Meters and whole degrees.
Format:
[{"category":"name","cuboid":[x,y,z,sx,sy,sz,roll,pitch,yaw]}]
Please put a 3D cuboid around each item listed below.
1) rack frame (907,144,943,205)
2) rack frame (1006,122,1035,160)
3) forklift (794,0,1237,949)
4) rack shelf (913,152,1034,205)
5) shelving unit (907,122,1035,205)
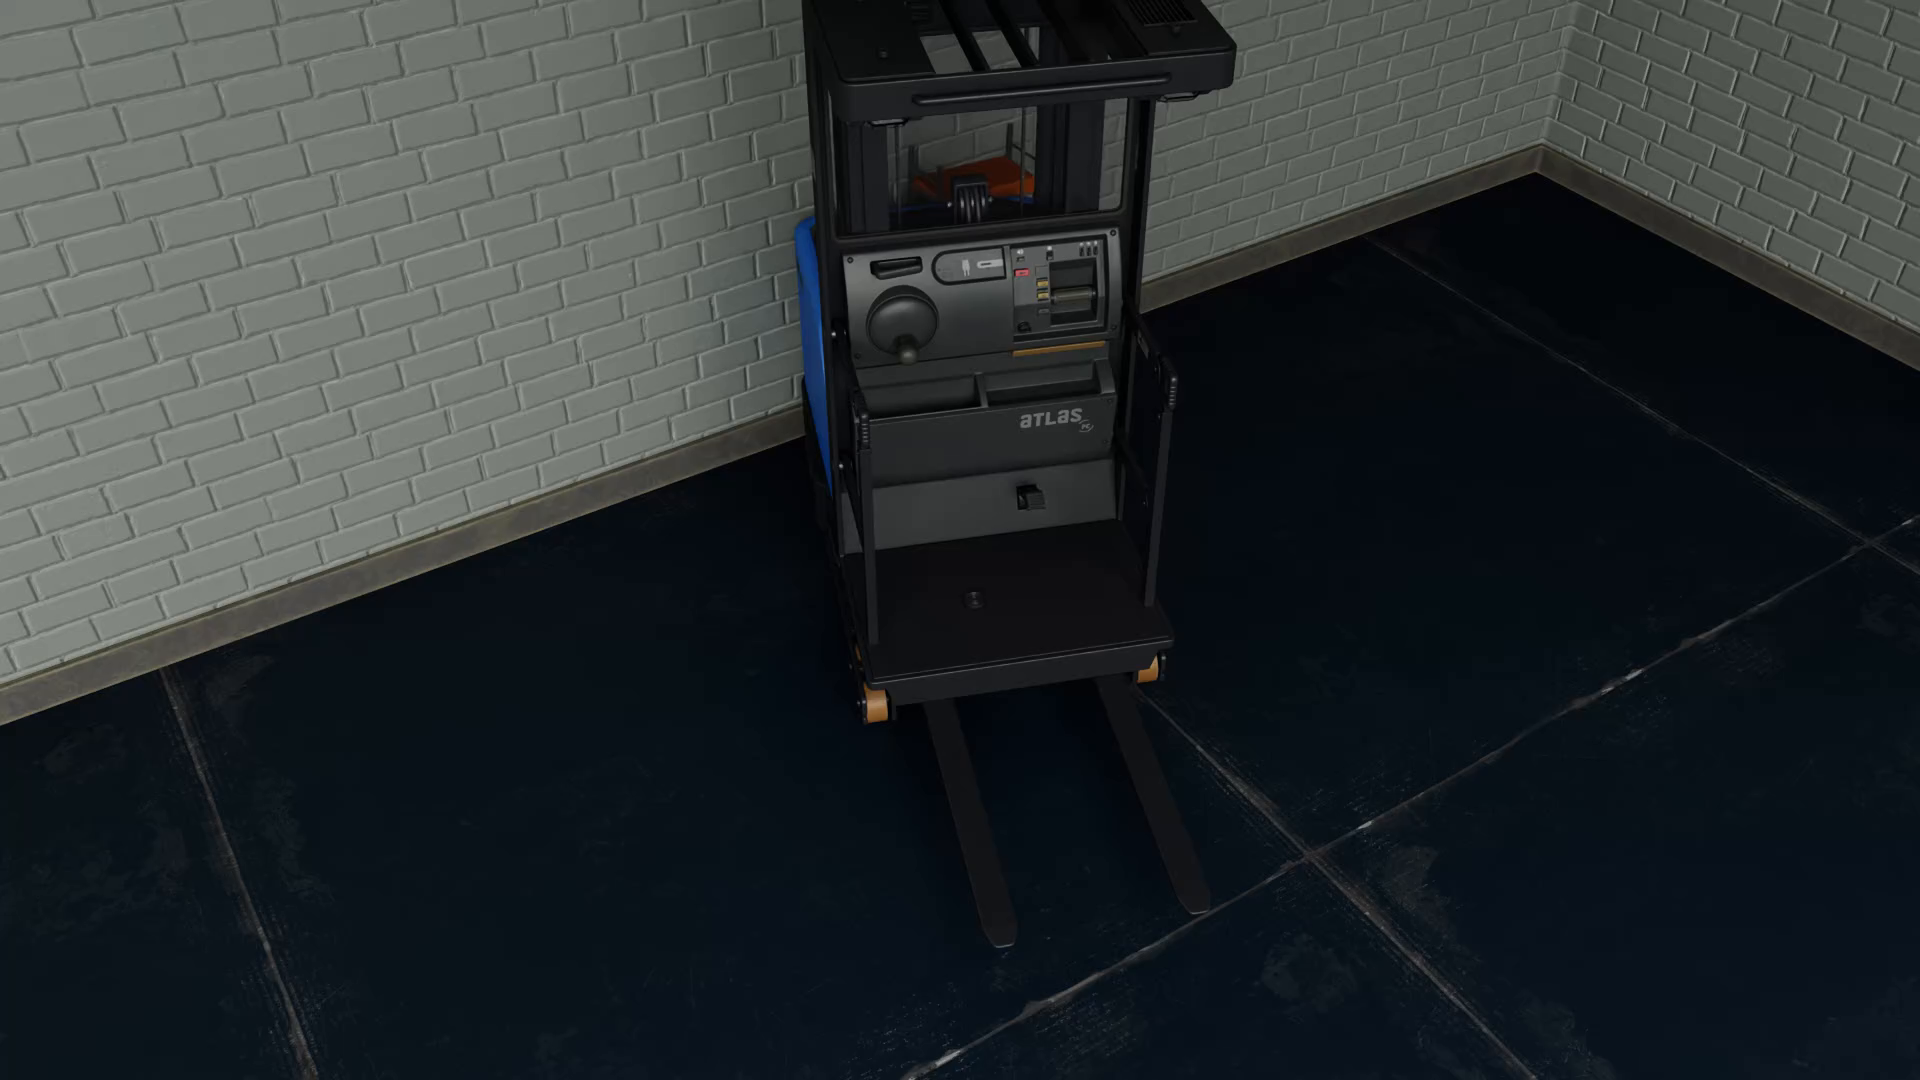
[{"category":"rack frame","cuboid":[-0.161,-1.068,7.052,0.015,1.200,0.240,-20,42,-27]},{"category":"rack frame","cuboid":[0.248,-1.214,7.275,0.015,1.200,0.240,-20,42,-27]},{"category":"forklift","cuboid":[0.126,-0.734,5.341,1.130,2.935,3.031,-8,40,-9]},{"category":"rack shelf","cuboid":[0.059,-1.456,6.929,0.480,0.148,0.258,-20,42,-27]},{"category":"shelving unit","cuboid":[0.043,-1.141,7.163,0.503,1.200,0.258,-20,42,-27]}]
